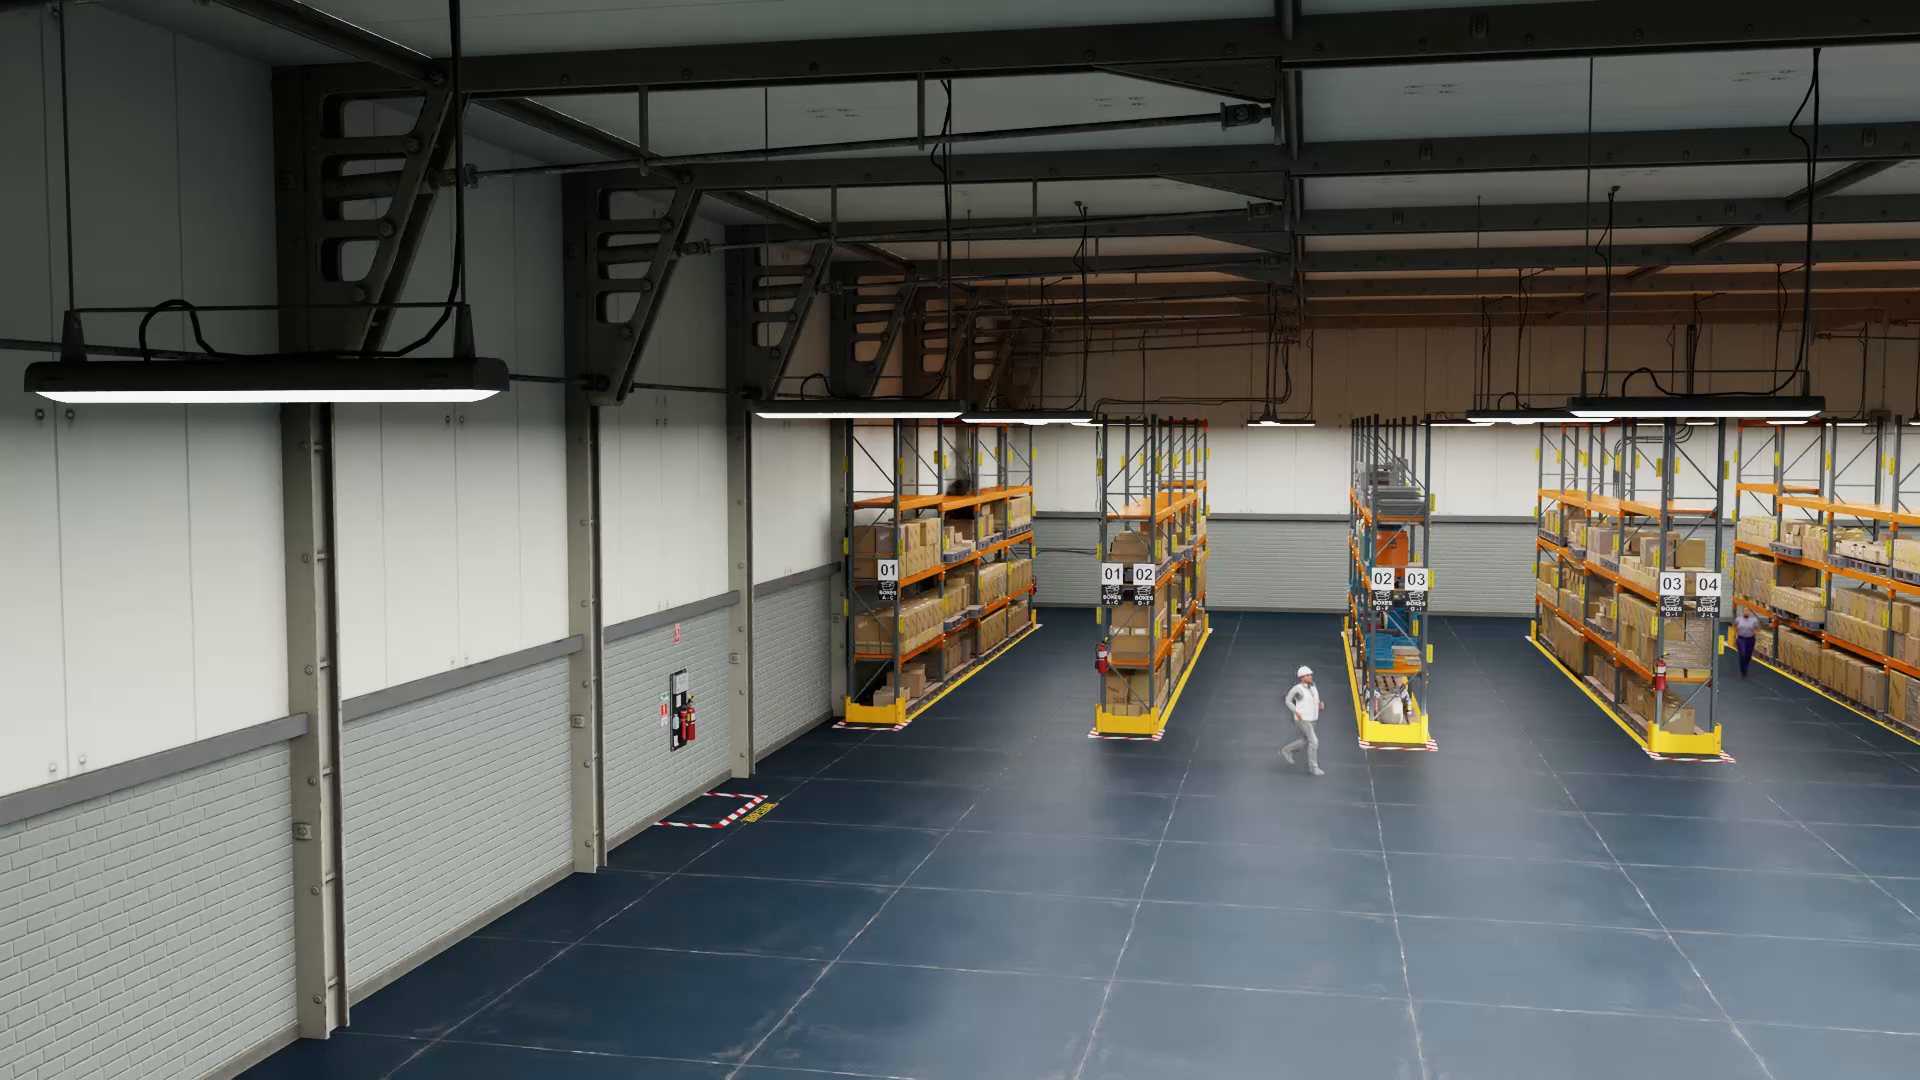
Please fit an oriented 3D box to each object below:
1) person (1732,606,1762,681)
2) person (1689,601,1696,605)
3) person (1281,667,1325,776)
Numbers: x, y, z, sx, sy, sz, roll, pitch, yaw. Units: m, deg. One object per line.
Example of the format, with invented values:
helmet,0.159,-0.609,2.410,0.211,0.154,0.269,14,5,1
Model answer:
person,18.087,2.361,38.222,0.588,1.679,0.869,1,4,16
person,18.887,2.061,42.631,0.576,1.718,0.693,1,4,16
person,5.752,2.995,27.784,0.862,1.780,0.652,4,5,45
